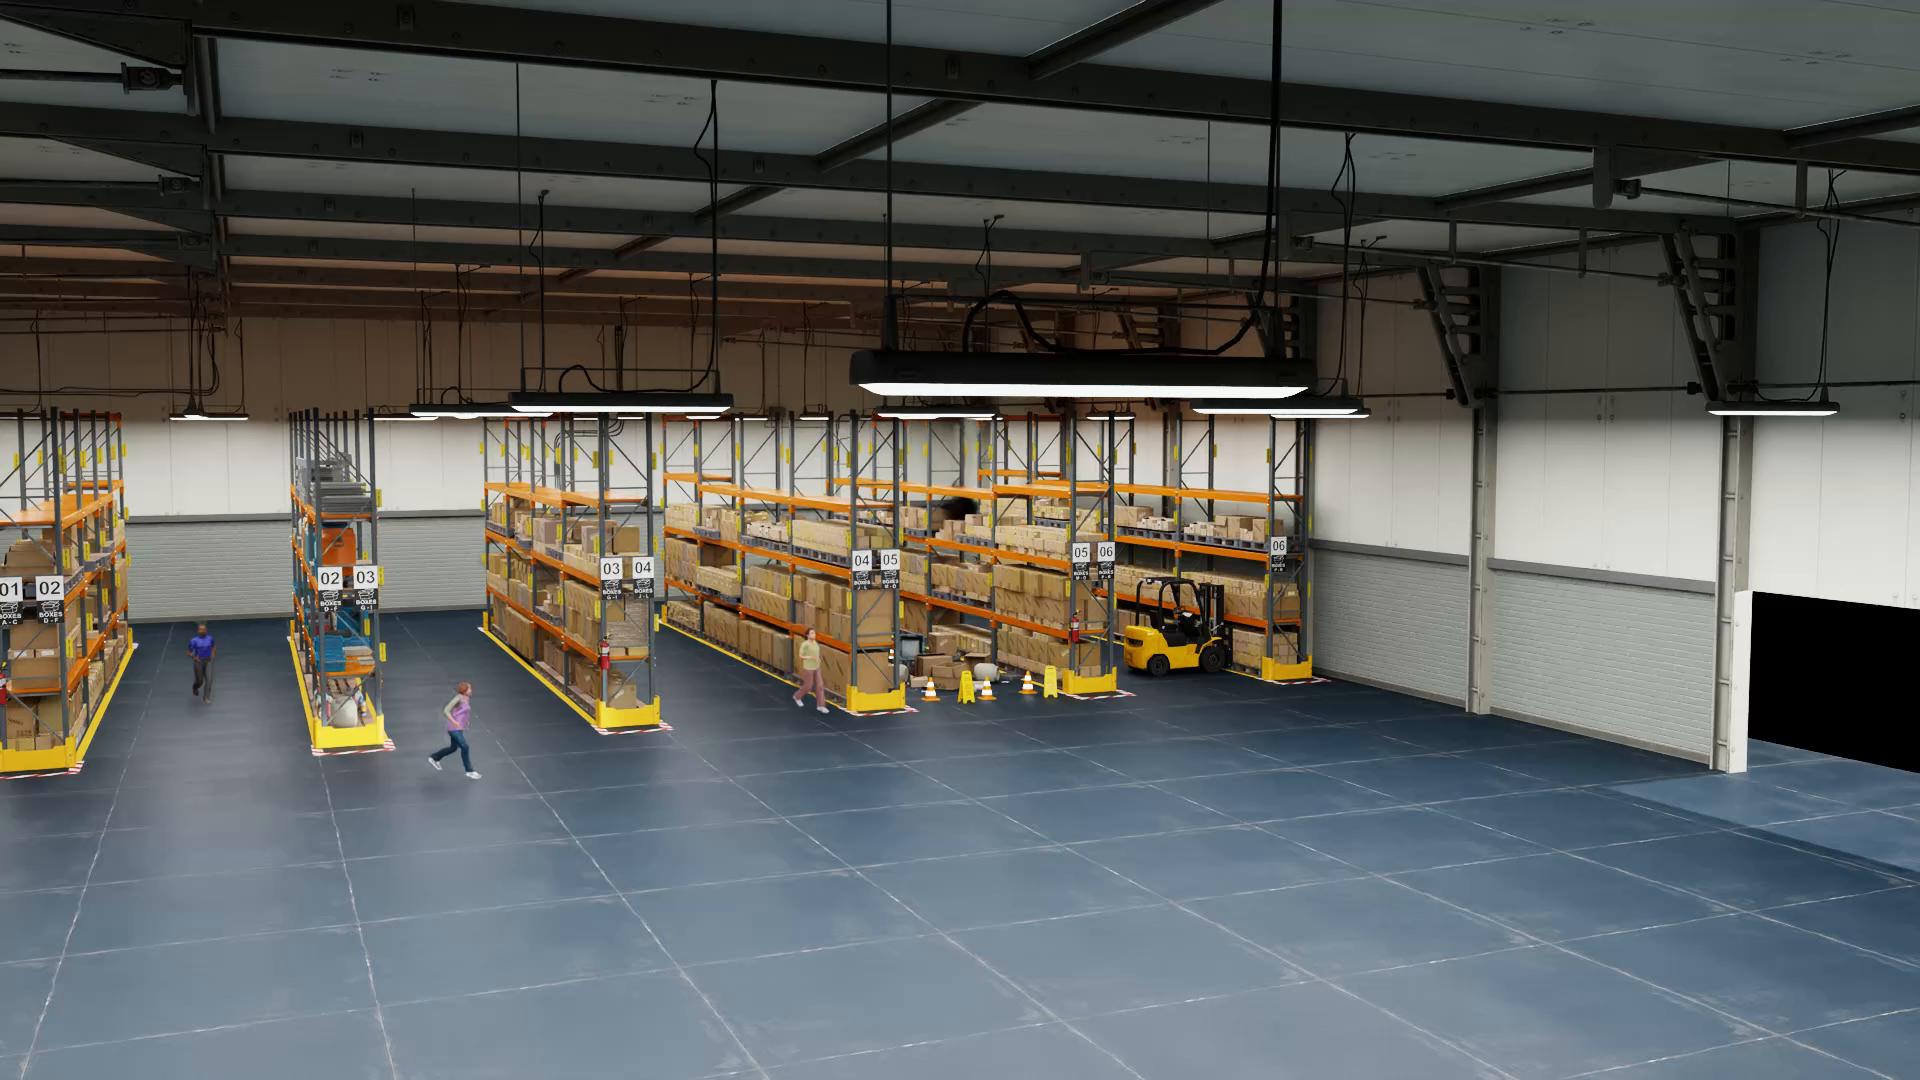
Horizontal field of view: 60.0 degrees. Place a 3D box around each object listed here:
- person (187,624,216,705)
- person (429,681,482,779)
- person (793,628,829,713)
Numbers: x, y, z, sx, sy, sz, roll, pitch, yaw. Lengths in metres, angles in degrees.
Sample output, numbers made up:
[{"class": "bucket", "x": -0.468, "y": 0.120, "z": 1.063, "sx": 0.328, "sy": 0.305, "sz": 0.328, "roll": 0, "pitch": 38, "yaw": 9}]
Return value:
[{"class": "person", "x": -15.456, "y": 2.535, "z": 33.966, "sx": 0.579, "sy": 1.615, "sz": 0.819, "roll": -3, "pitch": 5, "yaw": -40}, {"class": "person", "x": -8.172, "y": 3.061, "z": 26.806, "sx": 0.922, "sy": 1.573, "sz": 0.544, "roll": 1, "pitch": 4, "yaw": 11}, {"class": "person", "x": -2.956, "y": 2.564, "z": 32.948, "sx": 0.955, "sy": 1.667, "sz": 0.577, "roll": 4, "pitch": 5, "yaw": 43}]
